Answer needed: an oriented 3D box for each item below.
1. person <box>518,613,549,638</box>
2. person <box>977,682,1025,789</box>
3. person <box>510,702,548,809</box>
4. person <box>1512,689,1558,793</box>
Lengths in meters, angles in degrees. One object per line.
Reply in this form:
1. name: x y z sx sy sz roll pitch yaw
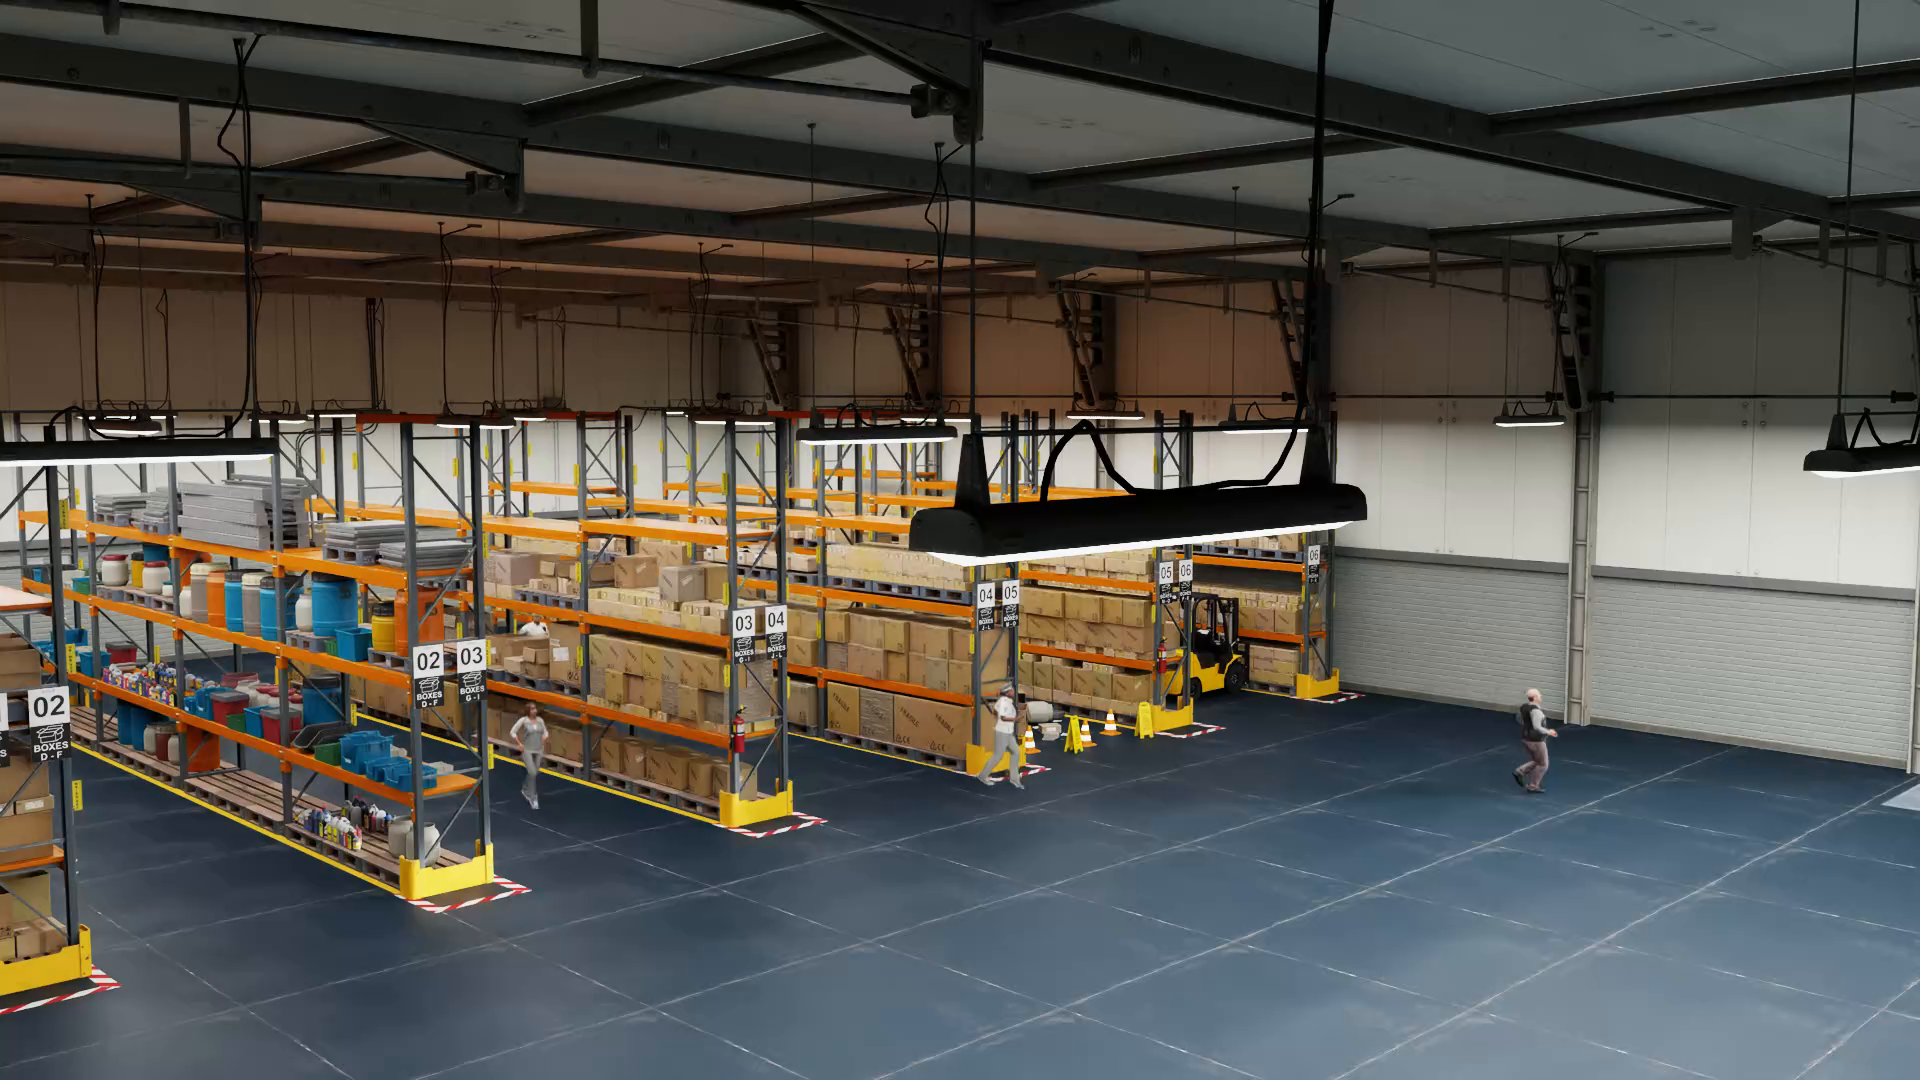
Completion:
1. person: -8.968 2.382 35.239 0.643 1.833 0.848 -5 7 -43
2. person: 0.685 3.159 26.916 0.765 1.744 0.583 1 5 9
3. person: -6.636 3.315 25.719 0.546 1.654 0.656 -5 7 -43
4. person: 9.152 3.196 26.473 0.604 1.673 0.655 0 5 -3
